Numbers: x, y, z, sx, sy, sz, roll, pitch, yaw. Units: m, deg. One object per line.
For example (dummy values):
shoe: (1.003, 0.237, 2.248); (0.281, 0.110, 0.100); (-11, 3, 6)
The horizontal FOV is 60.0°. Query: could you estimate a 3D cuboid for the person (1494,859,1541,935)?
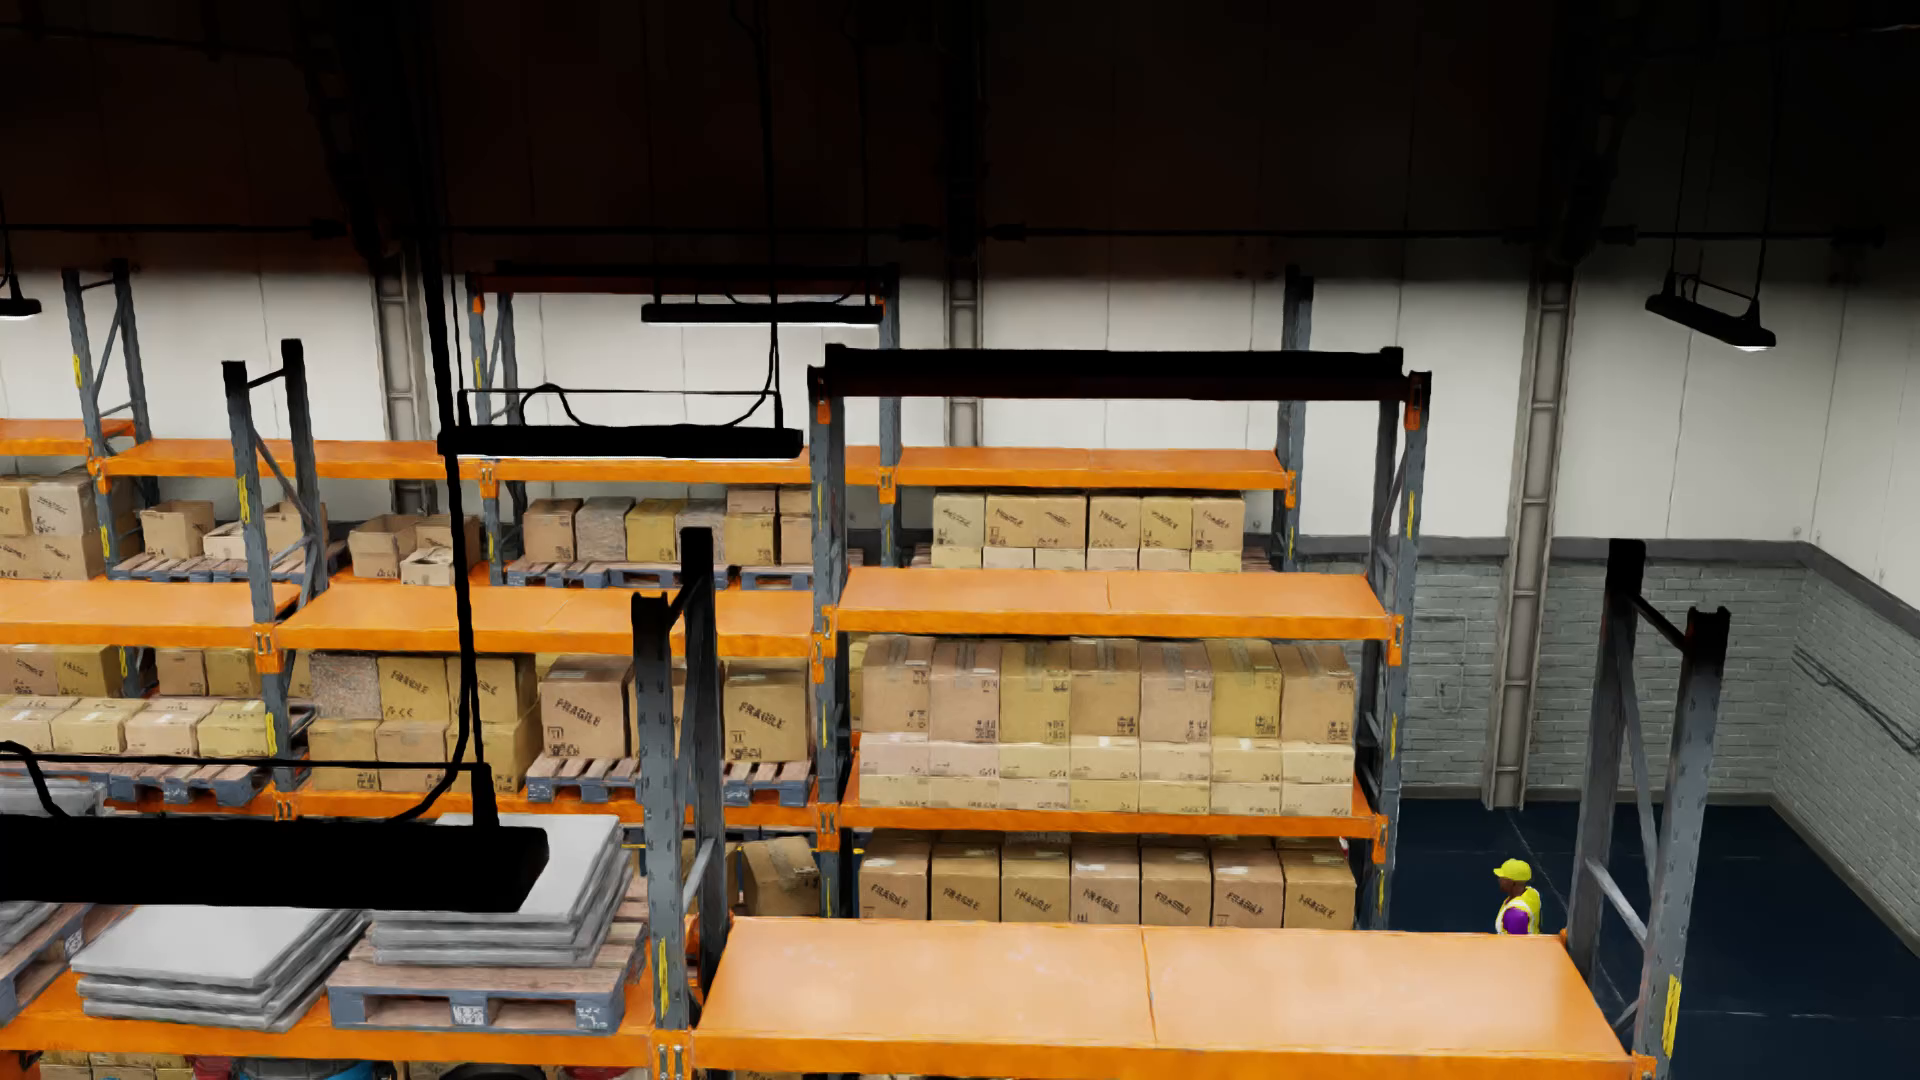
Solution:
person: (4.633, 3.449, 13.689); (0.970, 1.712, 0.616); (7, 17, 22)
